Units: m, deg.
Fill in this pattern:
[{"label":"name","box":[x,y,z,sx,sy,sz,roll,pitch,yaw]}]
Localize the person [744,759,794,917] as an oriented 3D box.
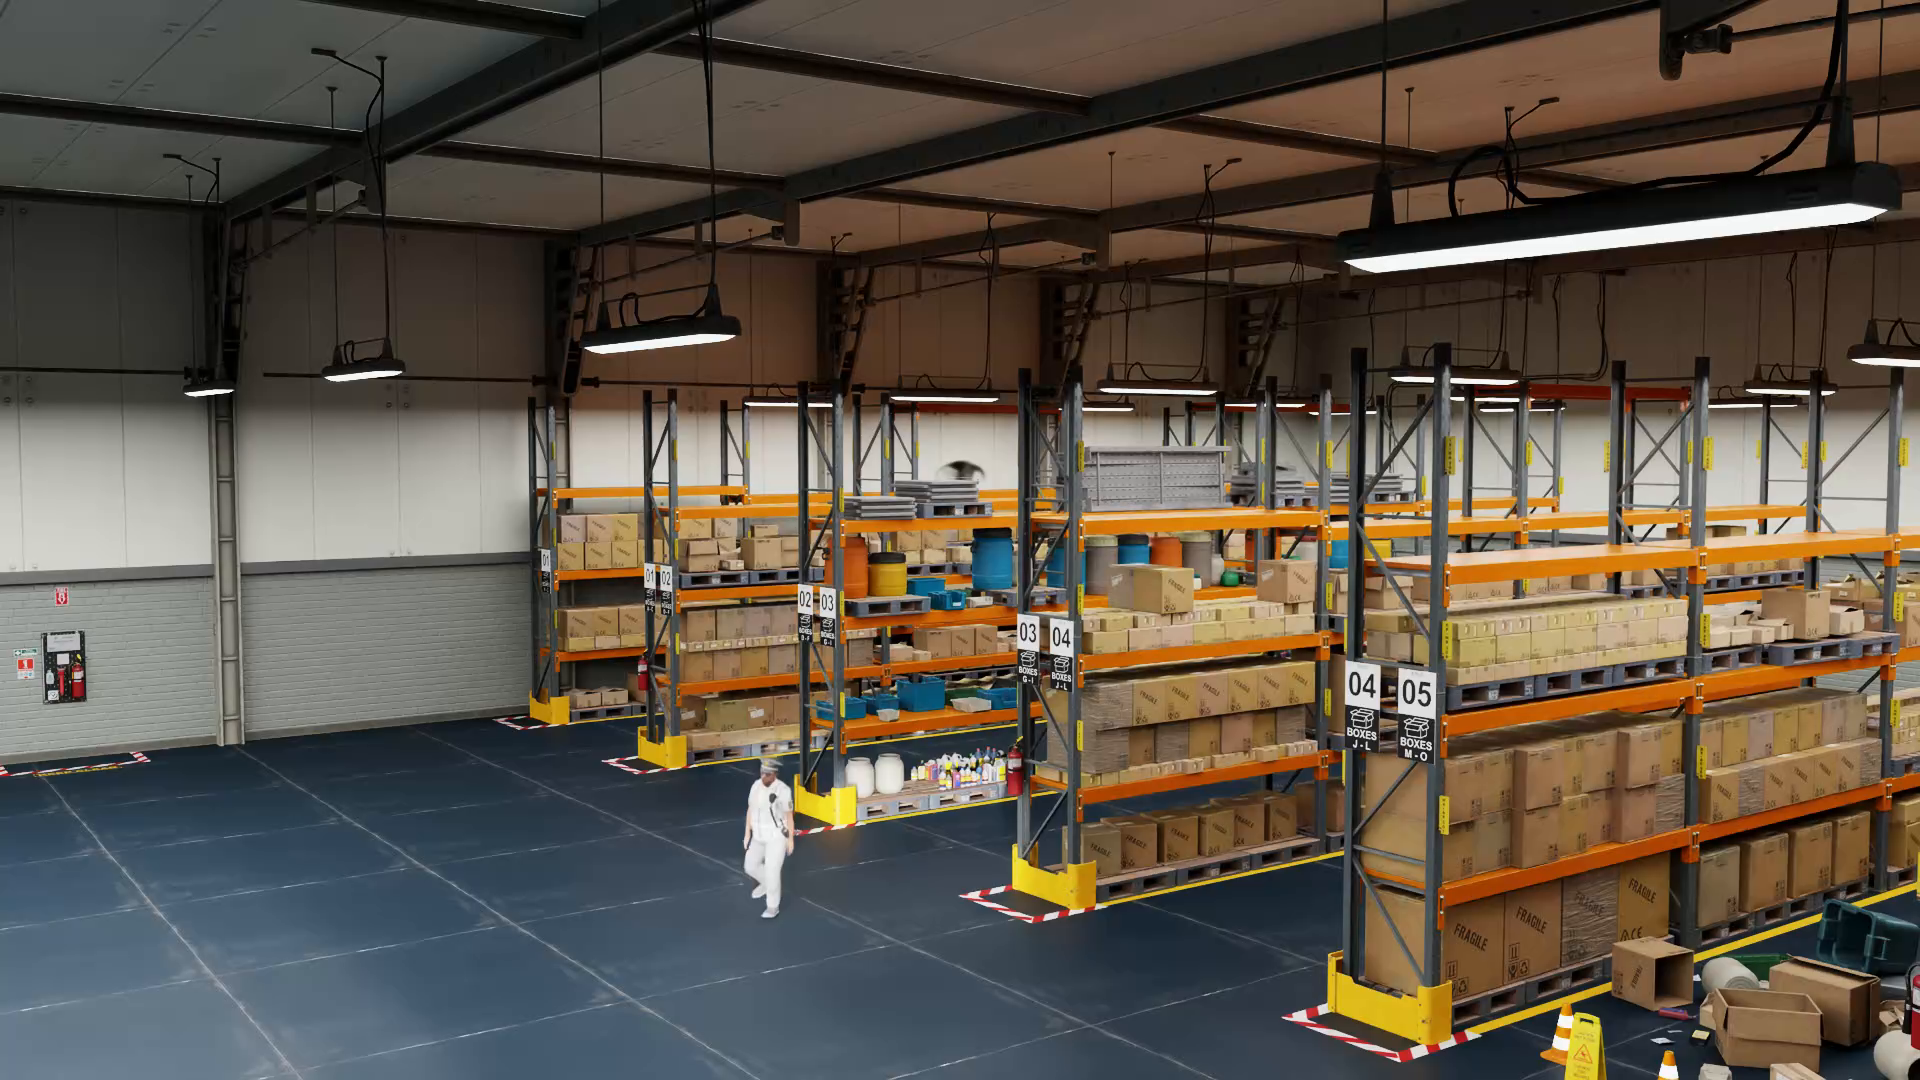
[{"label":"person","box":[-2.123,3.208,18.220,0.721,1.713,0.594,2,4,31]}]
